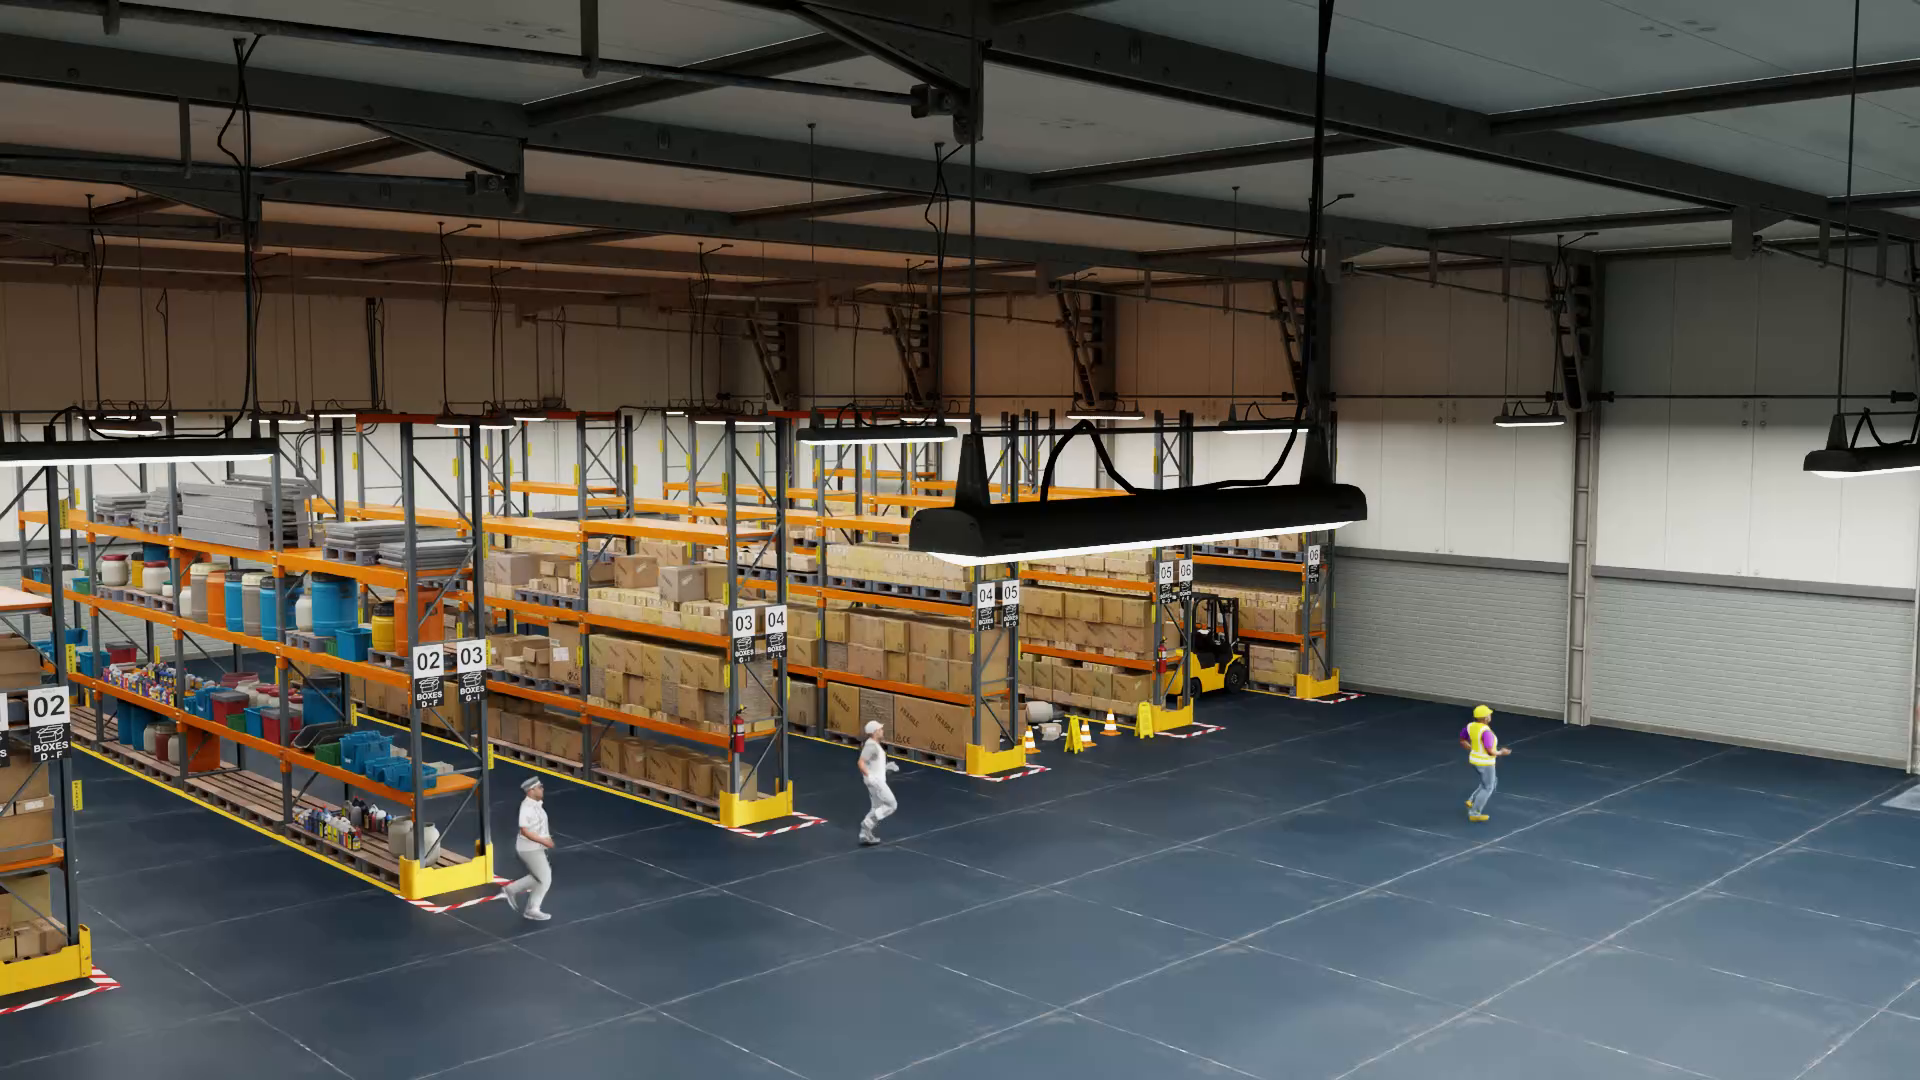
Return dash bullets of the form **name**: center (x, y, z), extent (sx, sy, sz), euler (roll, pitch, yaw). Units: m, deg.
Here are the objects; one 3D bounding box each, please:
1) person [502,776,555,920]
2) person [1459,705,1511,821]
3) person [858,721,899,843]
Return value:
- **person**: center (-5.243, 3.727, 20.192), extent (0.648, 1.749, 0.709), euler (-1, 5, -12)
- **person**: center (7.829, 3.307, 24.742), extent (0.597, 1.721, 0.686), euler (-1, 5, -9)
- **person**: center (-1.149, 3.417, 23.496), extent (0.582, 1.743, 0.646), euler (0, 5, -4)
